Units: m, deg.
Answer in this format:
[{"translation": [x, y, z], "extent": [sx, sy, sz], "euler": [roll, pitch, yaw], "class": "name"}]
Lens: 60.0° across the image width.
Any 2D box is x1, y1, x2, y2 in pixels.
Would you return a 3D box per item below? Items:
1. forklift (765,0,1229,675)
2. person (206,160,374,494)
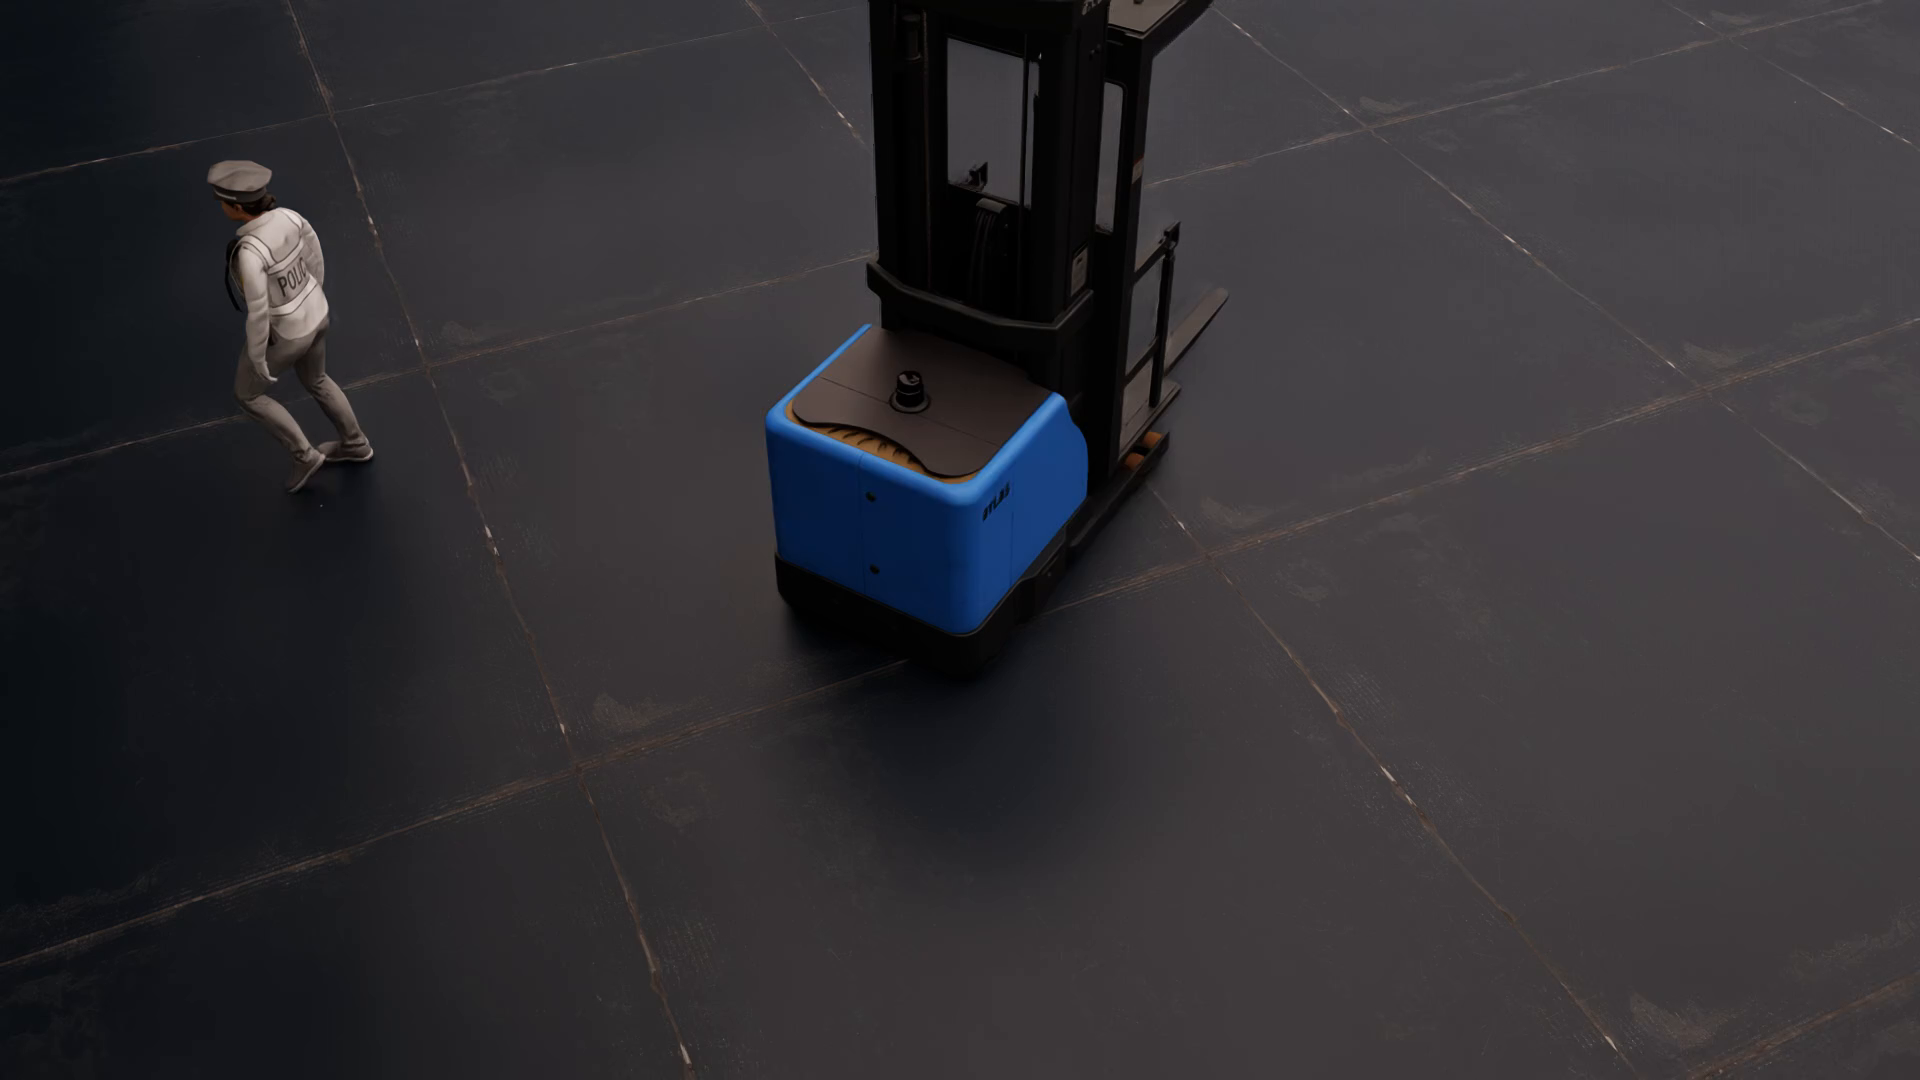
[{"translation": [0.376, -1.483, 7.269], "extent": [1.130, 2.935, 3.031], "euler": [23, 48, 22], "class": "forklift"}, {"translation": [-3.148, -0.977, 7.680], "extent": [0.450, 1.671, 0.599], "euler": [7, 44, 8], "class": "person"}]
